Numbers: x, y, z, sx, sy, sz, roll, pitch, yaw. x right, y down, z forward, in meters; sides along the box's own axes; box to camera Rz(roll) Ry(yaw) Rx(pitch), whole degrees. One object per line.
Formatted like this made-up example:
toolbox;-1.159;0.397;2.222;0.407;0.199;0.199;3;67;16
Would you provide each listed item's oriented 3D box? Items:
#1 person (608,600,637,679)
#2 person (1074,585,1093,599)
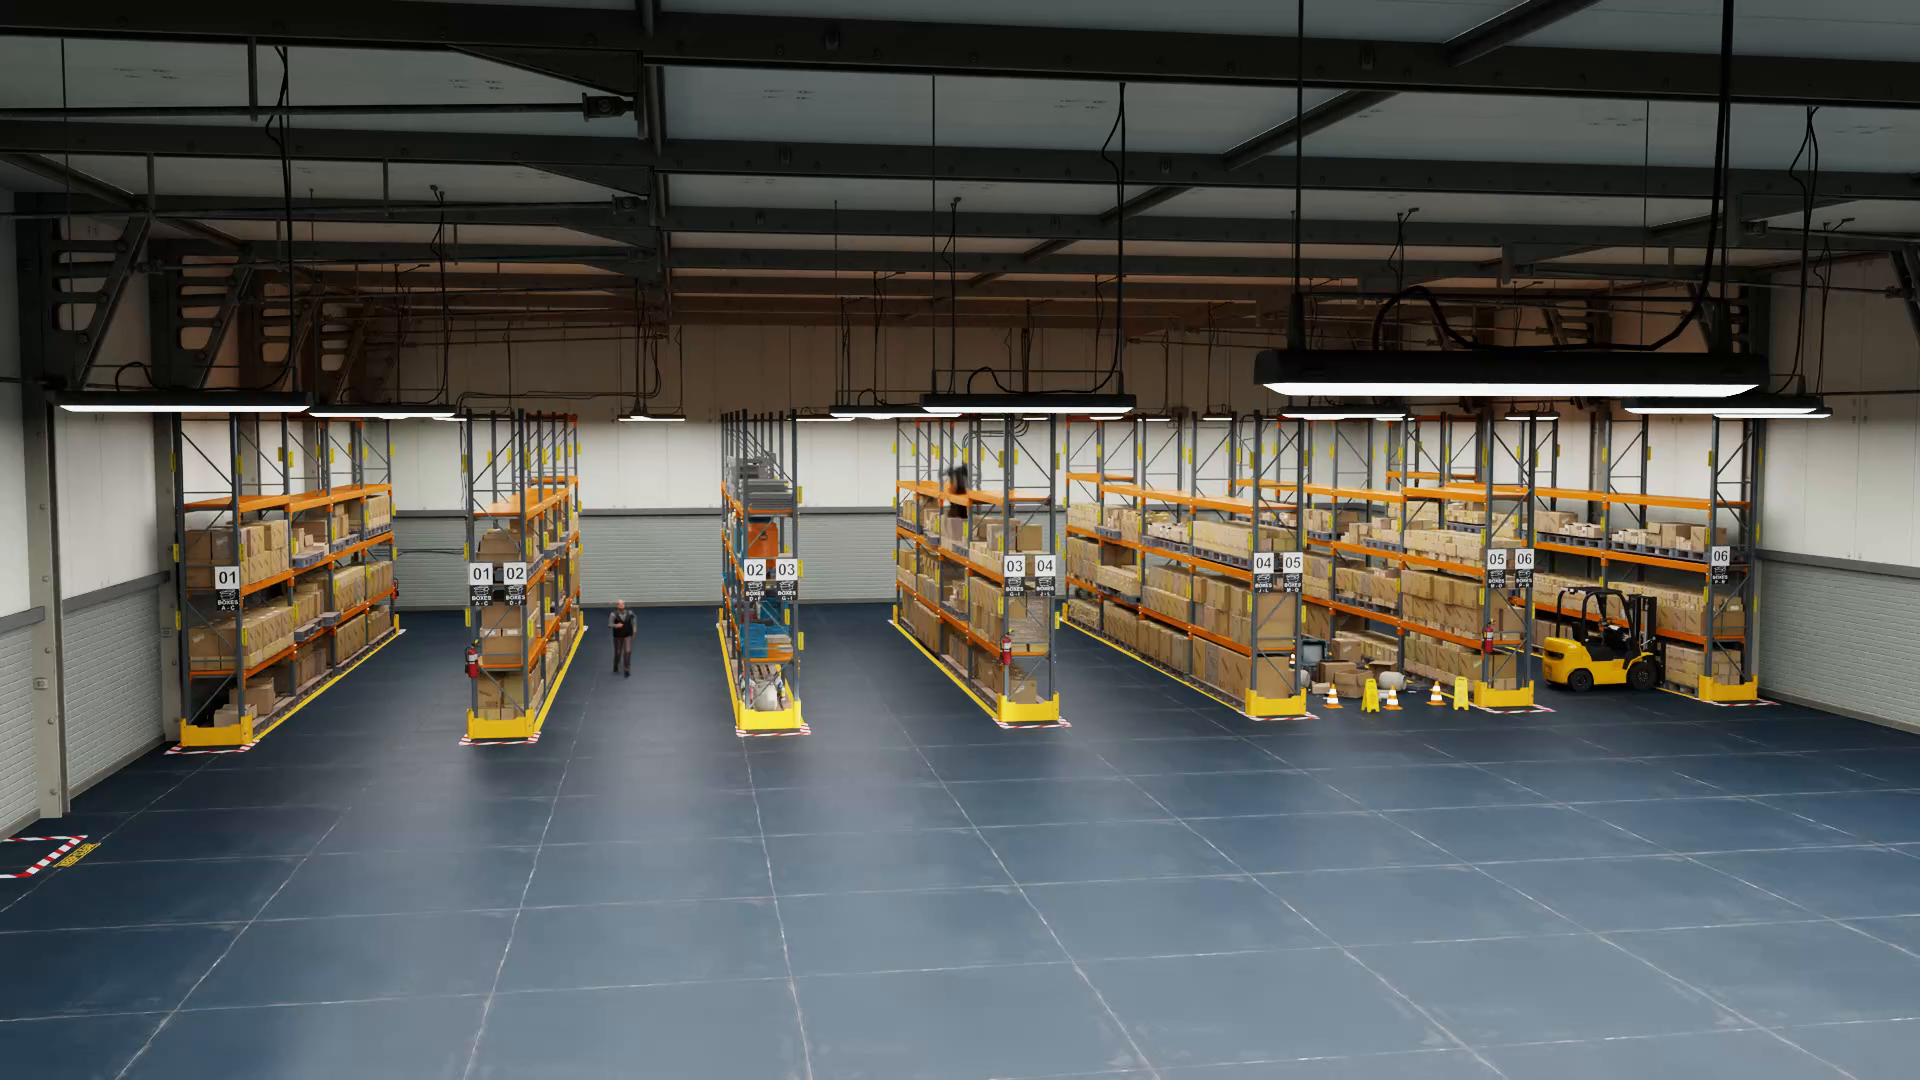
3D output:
person;-7.670;2.232;37.775;0.647;1.769;0.911;-1;4;-14
person;3.813;1.281;51.034;0.681;1.830;0.864;3;5;37
